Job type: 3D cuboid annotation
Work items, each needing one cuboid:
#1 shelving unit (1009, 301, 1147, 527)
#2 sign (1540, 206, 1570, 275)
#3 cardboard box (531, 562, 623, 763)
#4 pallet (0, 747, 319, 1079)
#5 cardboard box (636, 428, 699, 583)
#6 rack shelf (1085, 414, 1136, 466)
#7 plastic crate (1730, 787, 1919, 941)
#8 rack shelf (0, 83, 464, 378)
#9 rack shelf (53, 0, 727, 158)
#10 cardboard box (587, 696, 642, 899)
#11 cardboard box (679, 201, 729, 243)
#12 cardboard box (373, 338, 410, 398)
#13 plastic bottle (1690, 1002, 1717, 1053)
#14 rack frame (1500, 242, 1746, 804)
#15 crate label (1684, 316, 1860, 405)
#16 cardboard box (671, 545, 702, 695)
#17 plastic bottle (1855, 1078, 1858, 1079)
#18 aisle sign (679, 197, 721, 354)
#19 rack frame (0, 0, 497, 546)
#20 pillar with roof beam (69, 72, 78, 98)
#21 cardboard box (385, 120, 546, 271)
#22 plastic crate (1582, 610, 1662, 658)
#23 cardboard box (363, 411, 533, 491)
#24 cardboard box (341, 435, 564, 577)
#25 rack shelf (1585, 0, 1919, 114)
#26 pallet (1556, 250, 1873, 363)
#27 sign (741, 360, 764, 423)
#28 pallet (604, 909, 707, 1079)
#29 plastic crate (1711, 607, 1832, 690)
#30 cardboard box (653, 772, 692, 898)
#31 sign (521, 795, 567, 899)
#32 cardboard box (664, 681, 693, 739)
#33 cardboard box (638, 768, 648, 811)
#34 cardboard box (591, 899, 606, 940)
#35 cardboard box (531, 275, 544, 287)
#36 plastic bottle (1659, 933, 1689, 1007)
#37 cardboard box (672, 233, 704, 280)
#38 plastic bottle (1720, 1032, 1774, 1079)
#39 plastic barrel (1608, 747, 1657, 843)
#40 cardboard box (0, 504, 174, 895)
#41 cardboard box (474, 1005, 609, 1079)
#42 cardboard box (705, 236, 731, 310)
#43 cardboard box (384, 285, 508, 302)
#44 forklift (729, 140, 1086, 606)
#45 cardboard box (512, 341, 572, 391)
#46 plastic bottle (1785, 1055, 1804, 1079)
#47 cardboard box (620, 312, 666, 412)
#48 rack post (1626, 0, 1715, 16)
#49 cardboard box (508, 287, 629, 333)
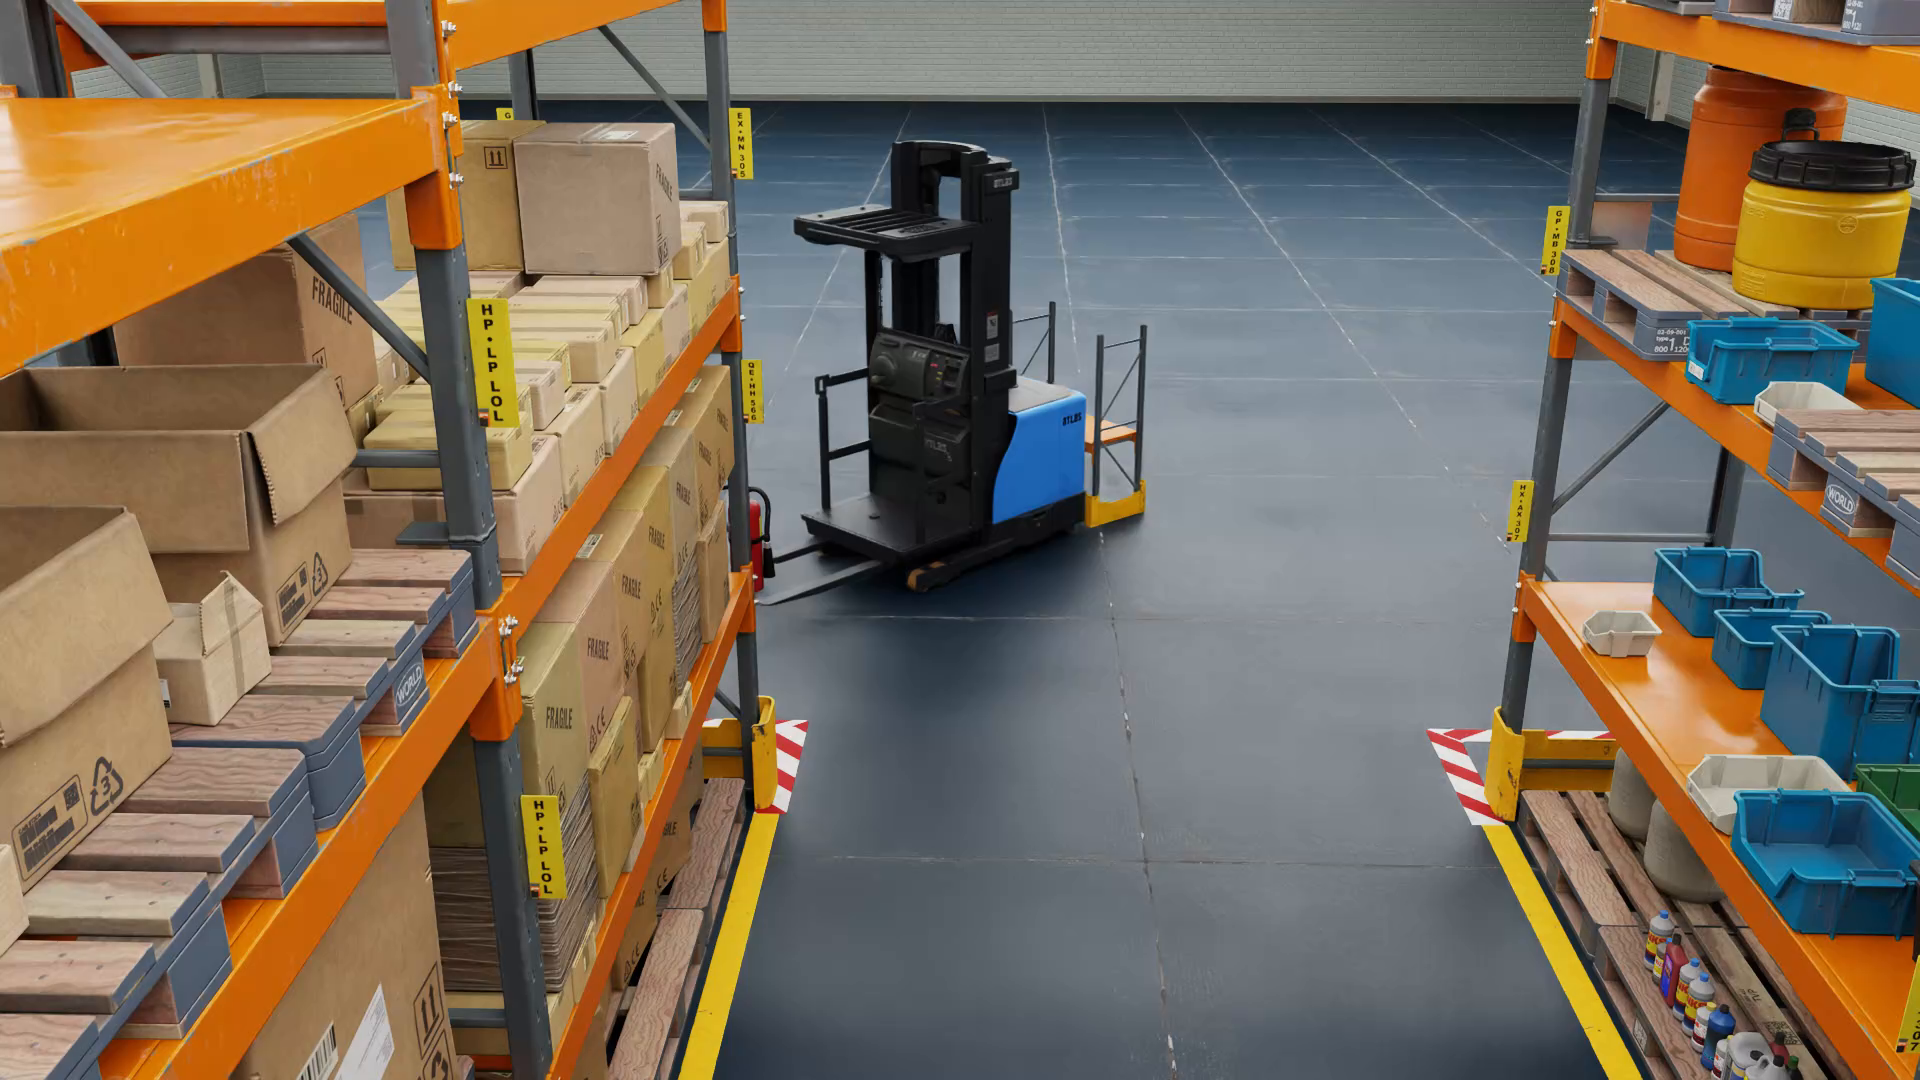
[{"bbox_3d":[0.895,-1.011,13.060,0.587,1.500,1.083,-17,27,-37],"label":"shelving unit"},{"bbox_3d":[2.819,-1.417,7.876,0.100,0.325,0.005,1,21,2],"label":"sign"},{"bbox_3d":[-1.422,0.392,5.439,0.500,0.500,0.500,1,21,2],"label":"cardboard box"},{"bbox_3d":[-1.857,0.671,2.766,1.213,0.211,1.003,1,21,2],"label":"pallet"},{"bbox_3d":[-1.378,-0.150,6.837,0.500,0.500,0.500,1,21,2],"label":"cardboard box"},{"bbox_3d":[0.889,-0.845,13.132,0.538,0.185,1.000,-17,27,-37],"label":"rack shelf"},{"bbox_3d":[3.010,1.105,5.739,0.499,0.251,0.616,1,21,2],"label":"plastic crate"},{"bbox_3d":[-1.764,-0.167,2.067,1.077,0.370,4.000,1,21,2],"label":"rack shelf"},{"bbox_3d":[-1.642,-1.798,5.723,1.077,0.370,4.000,1,21,2],"label":"rack shelf"},{"bbox_3d":[-1.577,0.857,5.624,0.875,0.500,0.500,1,21,2],"label":"cardboard box"},{"bbox_3d":[-1.278,-1.472,7.686,0.380,0.149,0.250,1,21,2],"label":"cardboard box"},{"bbox_3d":[-1.979,-0.538,5.278,0.380,0.149,0.250,0,21,0],"label":"cardboard box"},{"bbox_3d":[2.986,1.940,6.642,0.097,0.201,0.097,0,21,0],"label":"plastic bottle"},{"bbox_3d":[3.369,-0.007,8.401,1.000,3.000,0.127,1,21,2],"label":"rack frame"},{"bbox_3d":[2.982,-0.663,6.150,0.502,0.251,0.408,1,21,2],"label":"crate label"},{"bbox_3d":[-1.579,0.314,7.023,0.875,0.500,0.500,1,21,2],"label":"cardboard box"},{"bbox_3d":[3.557,2.002,6.380,0.152,0.276,0.135,1,21,2],"label":"plastic bottle"},{"bbox_3d":[-1.280,-1.293,8.120,0.394,0.787,0.004,1,21,2],"label":"aisle sign"},{"bbox_3d":[-1.703,-1.412,3.729,1.000,3.000,0.127,1,21,2],"label":"rack frame"},{"bbox_3d":[-12.337,-11.409,29.493,9.100,9.000,0.400,1,21,2],"label":"pillar with roof beam"},{"bbox_3d":[-1.897,-1.345,6.460,0.500,0.500,0.500,1,21,1],"label":"cardboard box"},{"bbox_3d":[3.020,0.436,7.624,0.298,0.136,0.250,1,21,2],"label":"plastic crate"},{"bbox_3d":[-1.385,-0.244,4.520,0.380,0.149,0.250,0,21,0],"label":"cardboard box"},{"bbox_3d":[-1.433,-0.104,4.710,0.500,0.250,0.500,0,21,0],"label":"cardboard box"},{"bbox_3d":[3.308,-1.559,5.654,1.077,0.370,4.000,1,21,2],"label":"rack shelf"},{"bbox_3d":[3.246,-1.019,7.124,1.003,0.211,1.213,1,21,2],"label":"pallet"},{"bbox_3d":[-1.027,-0.735,8.240,0.100,0.325,0.005,1,21,2],"label":"sign"},{"bbox_3d":[-1.684,1.999,7.085,1.003,0.211,1.213,1,21,2],"label":"pallet"},{"bbox_3d":[3.628,0.481,7.348,0.499,0.251,0.408,1,21,2],"label":"plastic crate"},{"bbox_3d":[-1.601,1.350,7.778,0.500,0.500,0.500,6,22,16],"label":"cardboard box"},{"bbox_3d":[-1.148,0.850,4.592,0.100,0.325,0.005,1,21,2],"label":"sign"},{"bbox_3d":[-1.324,0.704,6.914,0.380,0.149,0.250,1,21,2],"label":"cardboard box"},{"bbox_3d":[-1.382,0.975,6.217,0.380,0.149,0.250,1,21,2],"label":"cardboard box"},{"bbox_3d":[-1.395,1.246,5.517,0.380,0.149,0.250,1,21,2],"label":"cardboard box"},{"bbox_3d":[-1.901,-1.108,6.748,0.380,0.149,0.250,1,21,1],"label":"cardboard box"},{"bbox_3d":[2.977,1.788,6.921,0.061,0.283,0.133,1,21,3],"label":"plastic bottle"},{"bbox_3d":[-1.286,-1.188,6.954,0.380,0.149,0.250,1,21,2],"label":"cardboard box"},{"bbox_3d":[3.004,2.023,6.326,0.152,0.276,0.135,1,21,3],"label":"plastic bottle"},{"bbox_3d":[3.426,1.196,8.159,0.421,0.512,0.421,0,21,0],"label":"plastic barrel"},{"bbox_3d":[-1.844,0.252,2.863,0.797,0.503,0.637,1,21,4],"label":"cardboard box"},{"bbox_3d":[-1.641,2.003,6.096,0.500,0.500,0.500,8,22,19],"label":"cardboard box"},{"bbox_3d":[-1.342,-1.213,7.569,0.500,0.250,0.500,1,21,3],"label":"cardboard box"},{"bbox_3d":[-1.851,-0.824,6.014,0.380,0.149,0.250,0,21,0],"label":"cardboard box"},{"bbox_3d":[-0.438,-1.206,11.584,1.130,2.935,3.031,20,29,41],"label":"forklift"},{"bbox_3d":[-1.451,-0.528,5.253,0.380,0.149,0.250,1,21,3],"label":"cardboard box"},{"bbox_3d":[3.098,2.070,6.194,0.061,0.283,0.133,1,21,2],"label":"plastic bottle"},{"bbox_3d":[-1.389,-0.665,6.158,0.500,0.250,0.500,0,21,1],"label":"cardboard box"},{"bbox_3d":[3.219,-2.299,6.705,0.937,0.300,0.954,3,21,7],"label":"rack post"},{"bbox_3d":[-1.409,-0.809,5.977,0.380,0.149,0.250,1,21,3],"label":"cardboard box"}]
